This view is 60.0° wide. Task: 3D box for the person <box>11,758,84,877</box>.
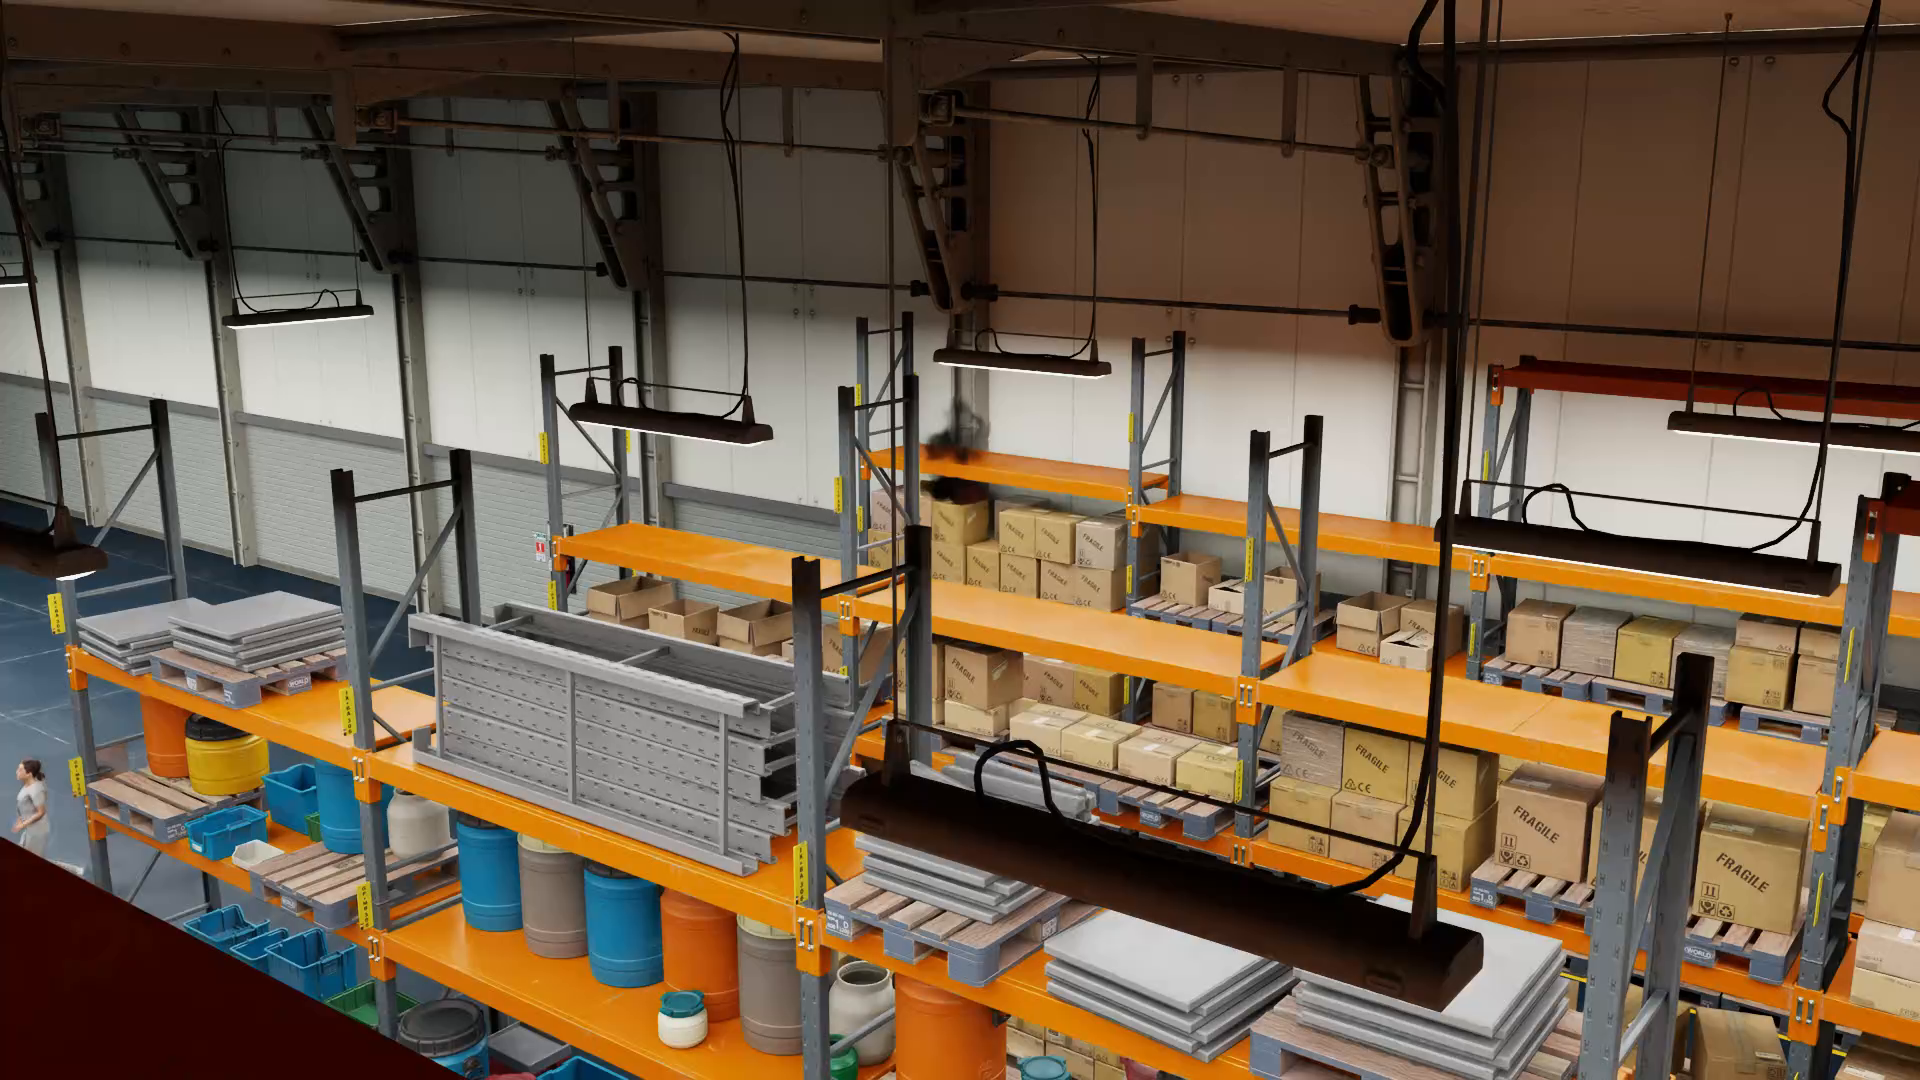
[{"bbox_3d":[-9.989,3.145,18.089,0.688,1.651,0.574,-8,15,-30],"label":"person"}]
